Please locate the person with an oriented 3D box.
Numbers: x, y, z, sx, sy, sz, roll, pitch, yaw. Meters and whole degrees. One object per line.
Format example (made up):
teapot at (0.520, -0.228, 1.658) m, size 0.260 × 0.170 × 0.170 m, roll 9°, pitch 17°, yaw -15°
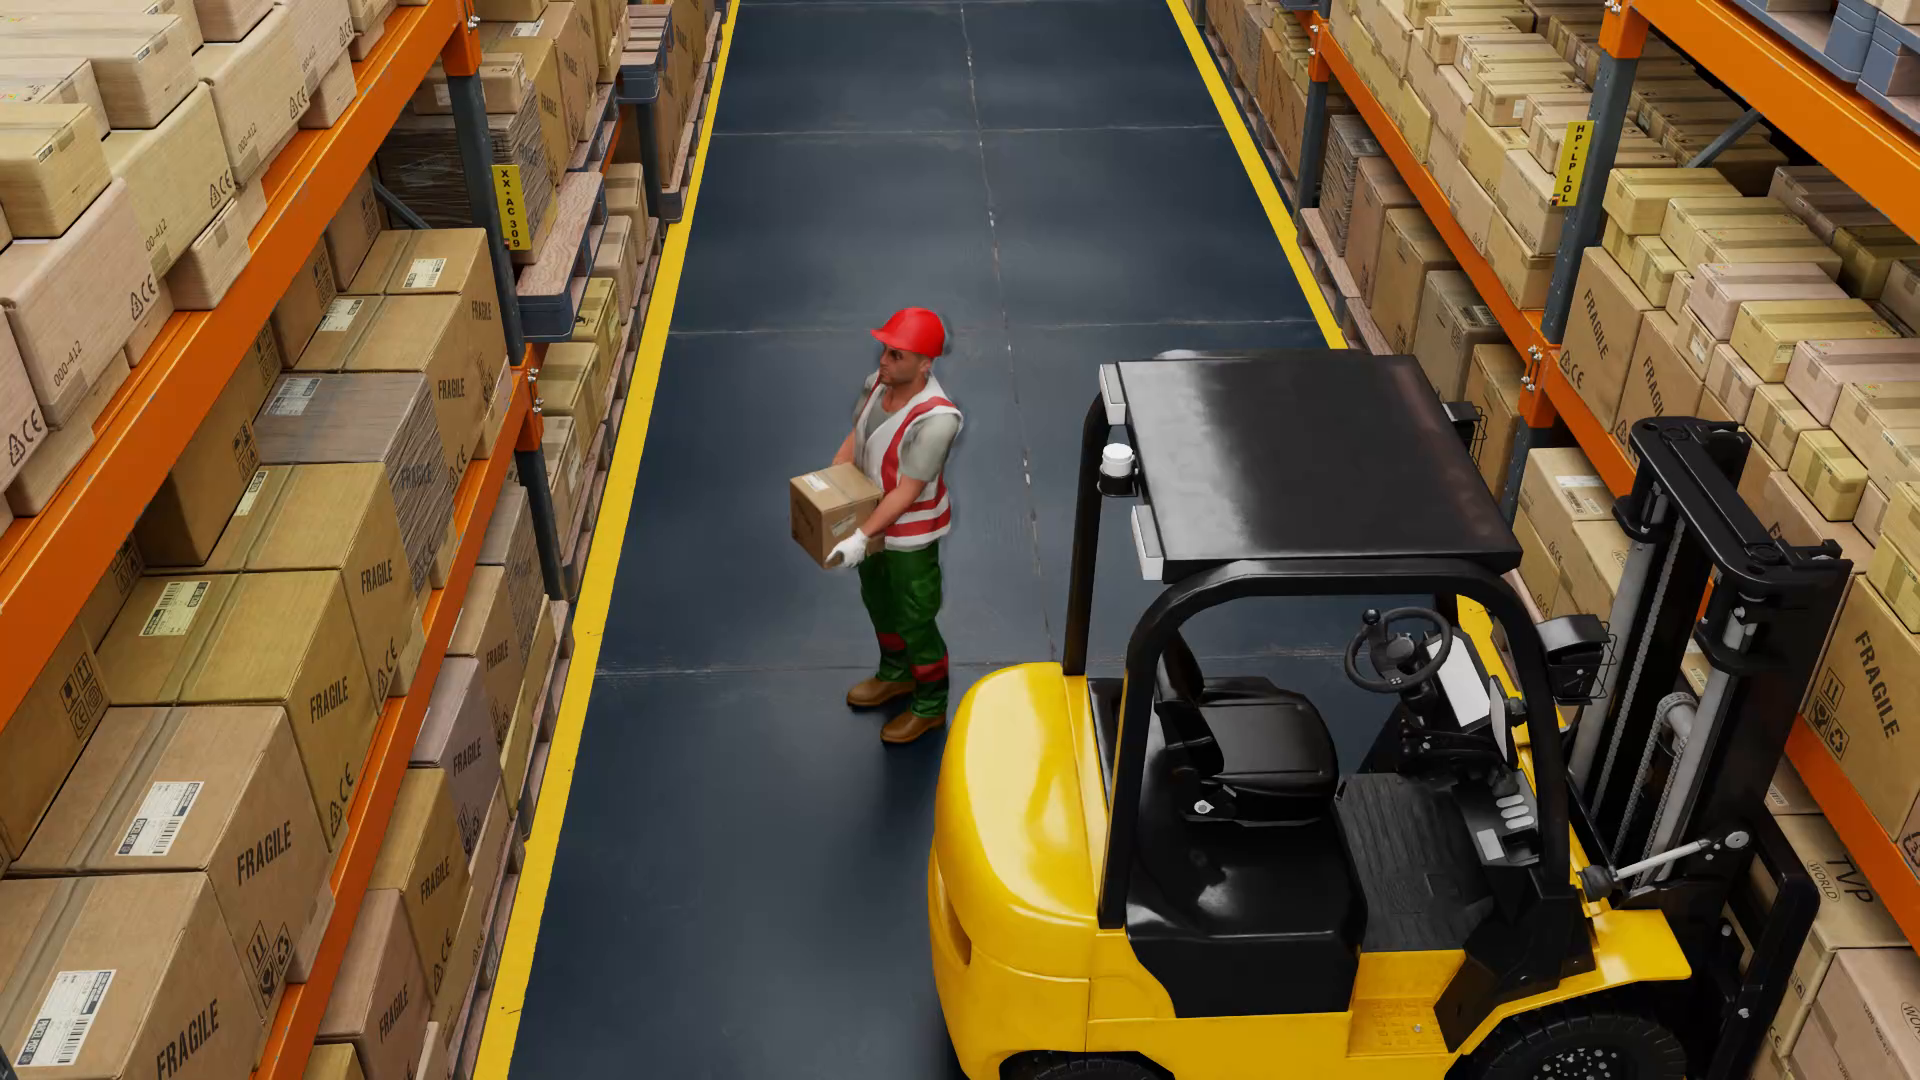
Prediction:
person at (-0.307, -0.015, 6.146) m, size 0.560 × 1.788 × 0.502 m, roll -18°, pitch 39°, yaw -24°
